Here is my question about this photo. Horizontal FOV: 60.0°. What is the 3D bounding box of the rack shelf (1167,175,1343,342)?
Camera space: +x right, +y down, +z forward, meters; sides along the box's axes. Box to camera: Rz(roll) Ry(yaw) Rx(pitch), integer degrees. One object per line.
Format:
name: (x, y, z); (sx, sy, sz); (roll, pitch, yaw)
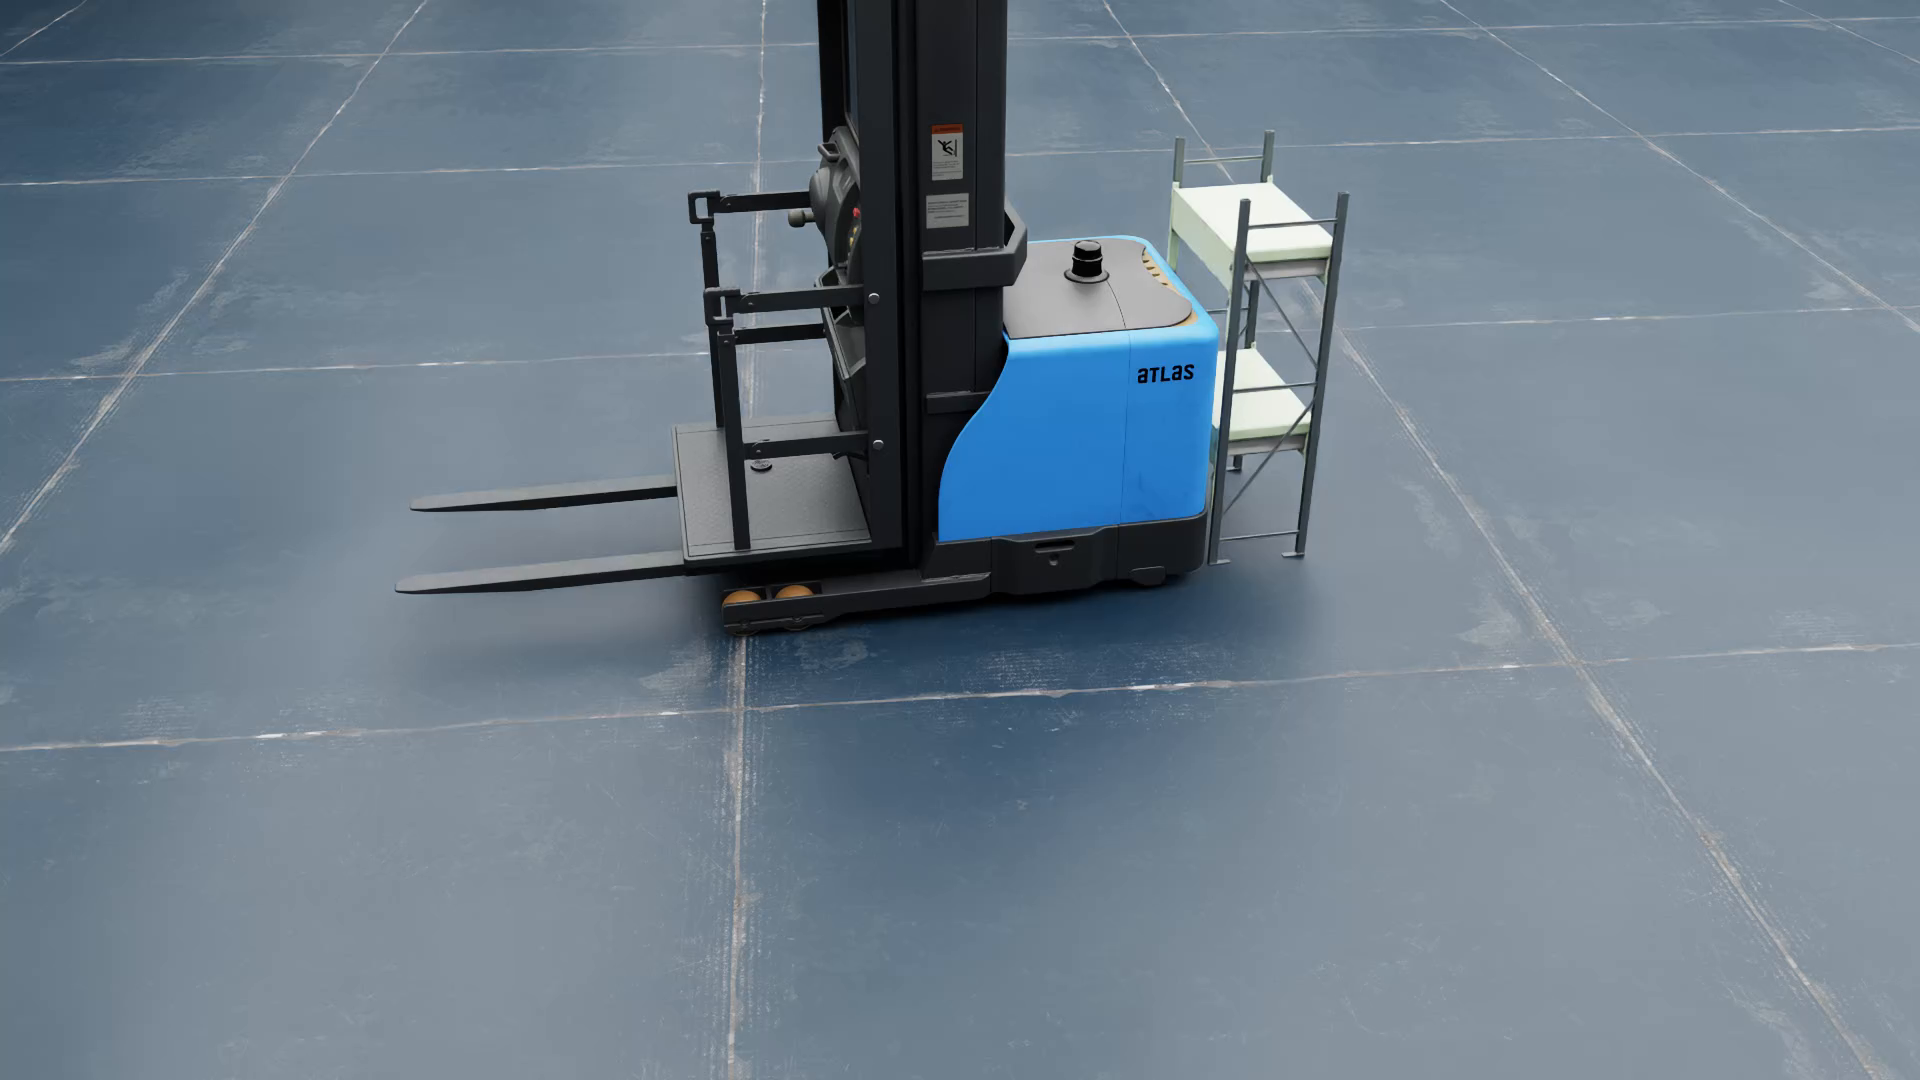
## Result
rack shelf: (1.106, -1.086, 6.344); (0.431, 0.370, 0.720); (-6, 31, -10)

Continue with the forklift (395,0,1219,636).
forklift: (-0.619, -1.197, 5.896); (3.031, 2.935, 1.130); (-6, 31, -9)

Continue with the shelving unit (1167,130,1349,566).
shelving unit: (1.106, -0.751, 6.544); (0.431, 1.500, 0.755); (-6, 31, -10)

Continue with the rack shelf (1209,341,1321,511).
rack shelf: (1.106, -0.471, 6.712); (0.431, 0.370, 0.720); (-6, 31, -10)

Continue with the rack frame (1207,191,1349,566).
rack frame: (1.179, -0.567, 6.237); (0.400, 1.500, 0.023); (-6, 31, -10)

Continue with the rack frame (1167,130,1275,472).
rack frame: (1.033, -0.935, 6.852); (0.400, 1.500, 0.023); (-6, 31, -10)
